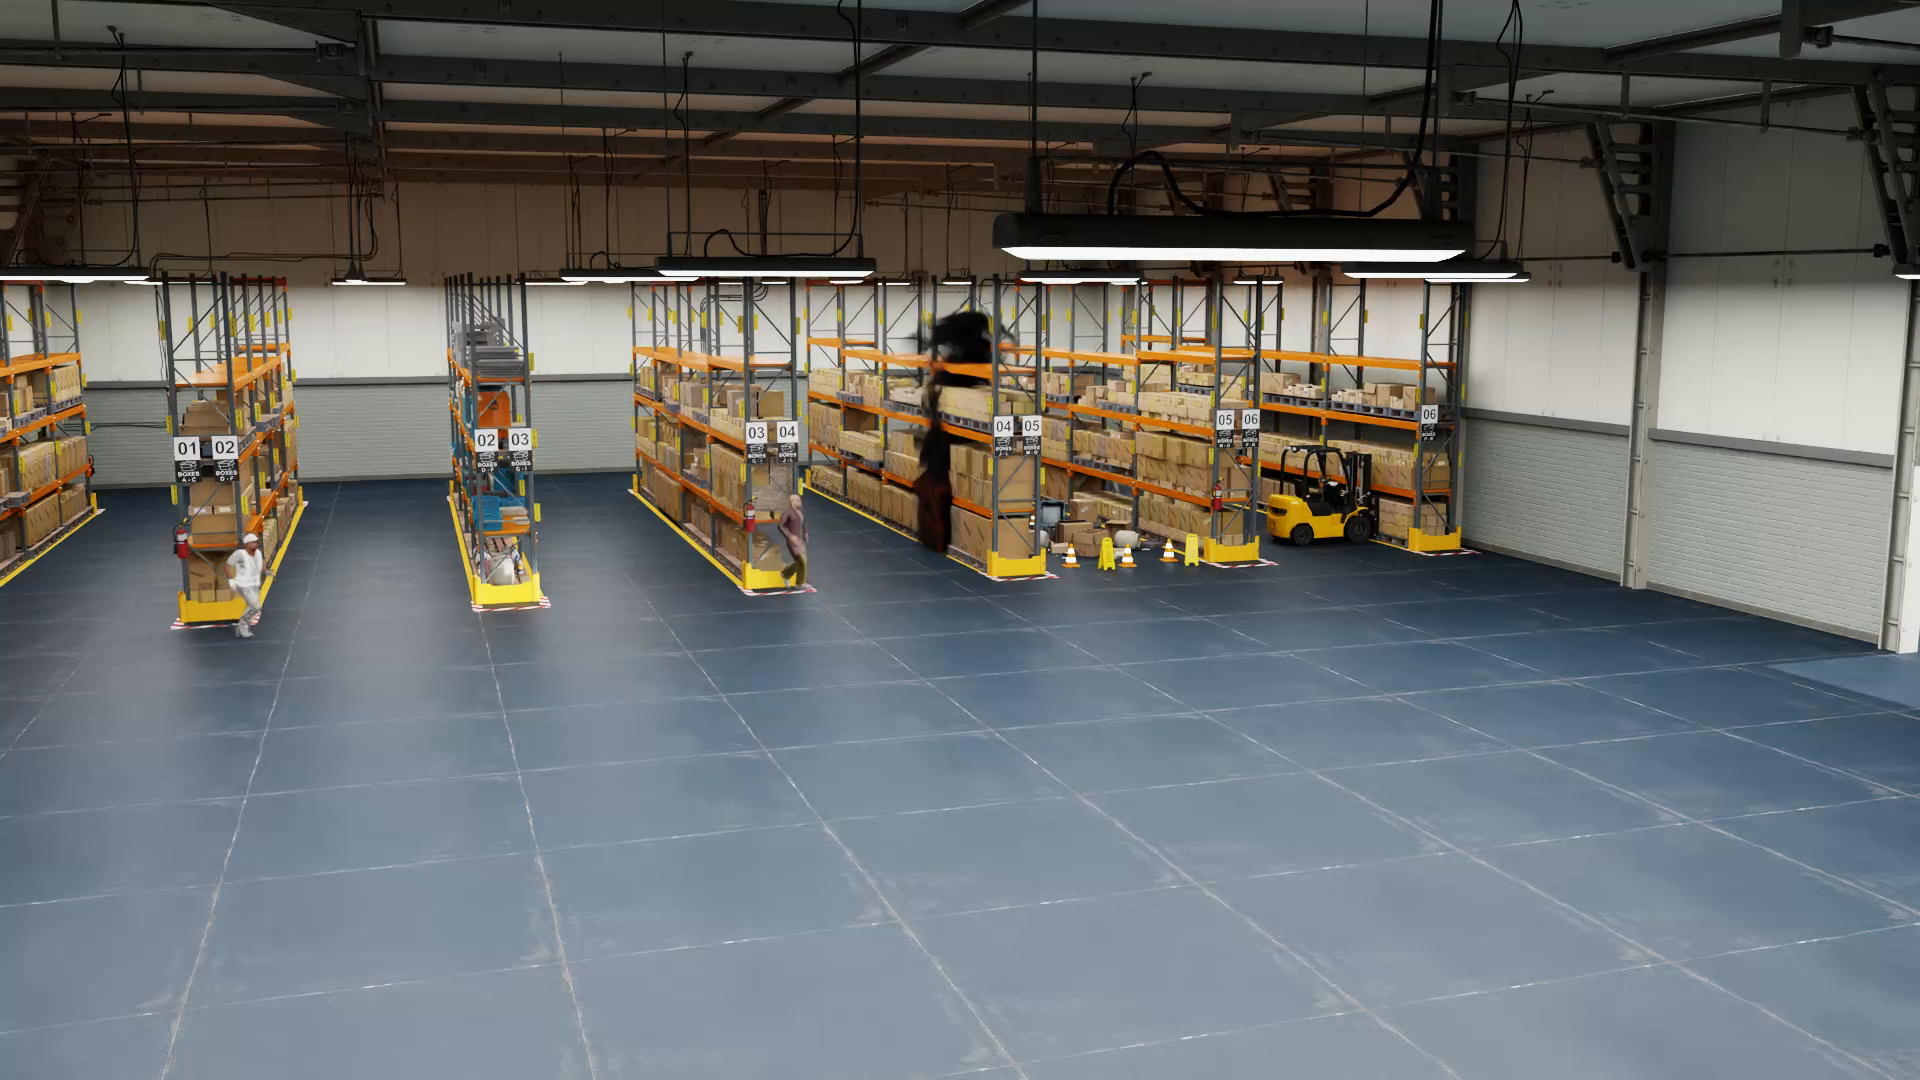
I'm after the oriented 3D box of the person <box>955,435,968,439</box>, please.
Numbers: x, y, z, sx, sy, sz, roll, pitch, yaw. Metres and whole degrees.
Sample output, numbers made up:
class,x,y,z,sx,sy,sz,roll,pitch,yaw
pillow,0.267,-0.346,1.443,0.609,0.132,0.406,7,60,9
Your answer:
class,x,y,z,sx,sy,sz,roll,pitch,yaw
person,0.170,-2.873,51.323,0.814,1.827,0.690,0,9,1

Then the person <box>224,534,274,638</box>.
class,x,y,z,sx,sy,sz,roll,pitch,yaw
person,-11.684,0.750,27.421,0.677,1.725,0.704,2,9,15

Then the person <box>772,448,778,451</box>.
class,x,y,z,sx,sy,sz,roll,pitch,yaw
person,-5.294,-2.445,48.553,0.736,1.771,0.618,6,10,34

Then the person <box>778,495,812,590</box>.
class,x,y,z,sx,sy,sz,roll,pitch,yaw
person,-3.012,0.038,30.296,0.732,1.745,0.728,5,10,28

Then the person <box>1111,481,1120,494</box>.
class,x,y,z,sx,sy,sz,roll,pitch,yaw
person,4.238,-1.961,45.421,0.560,1.753,0.726,-4,9,-23
